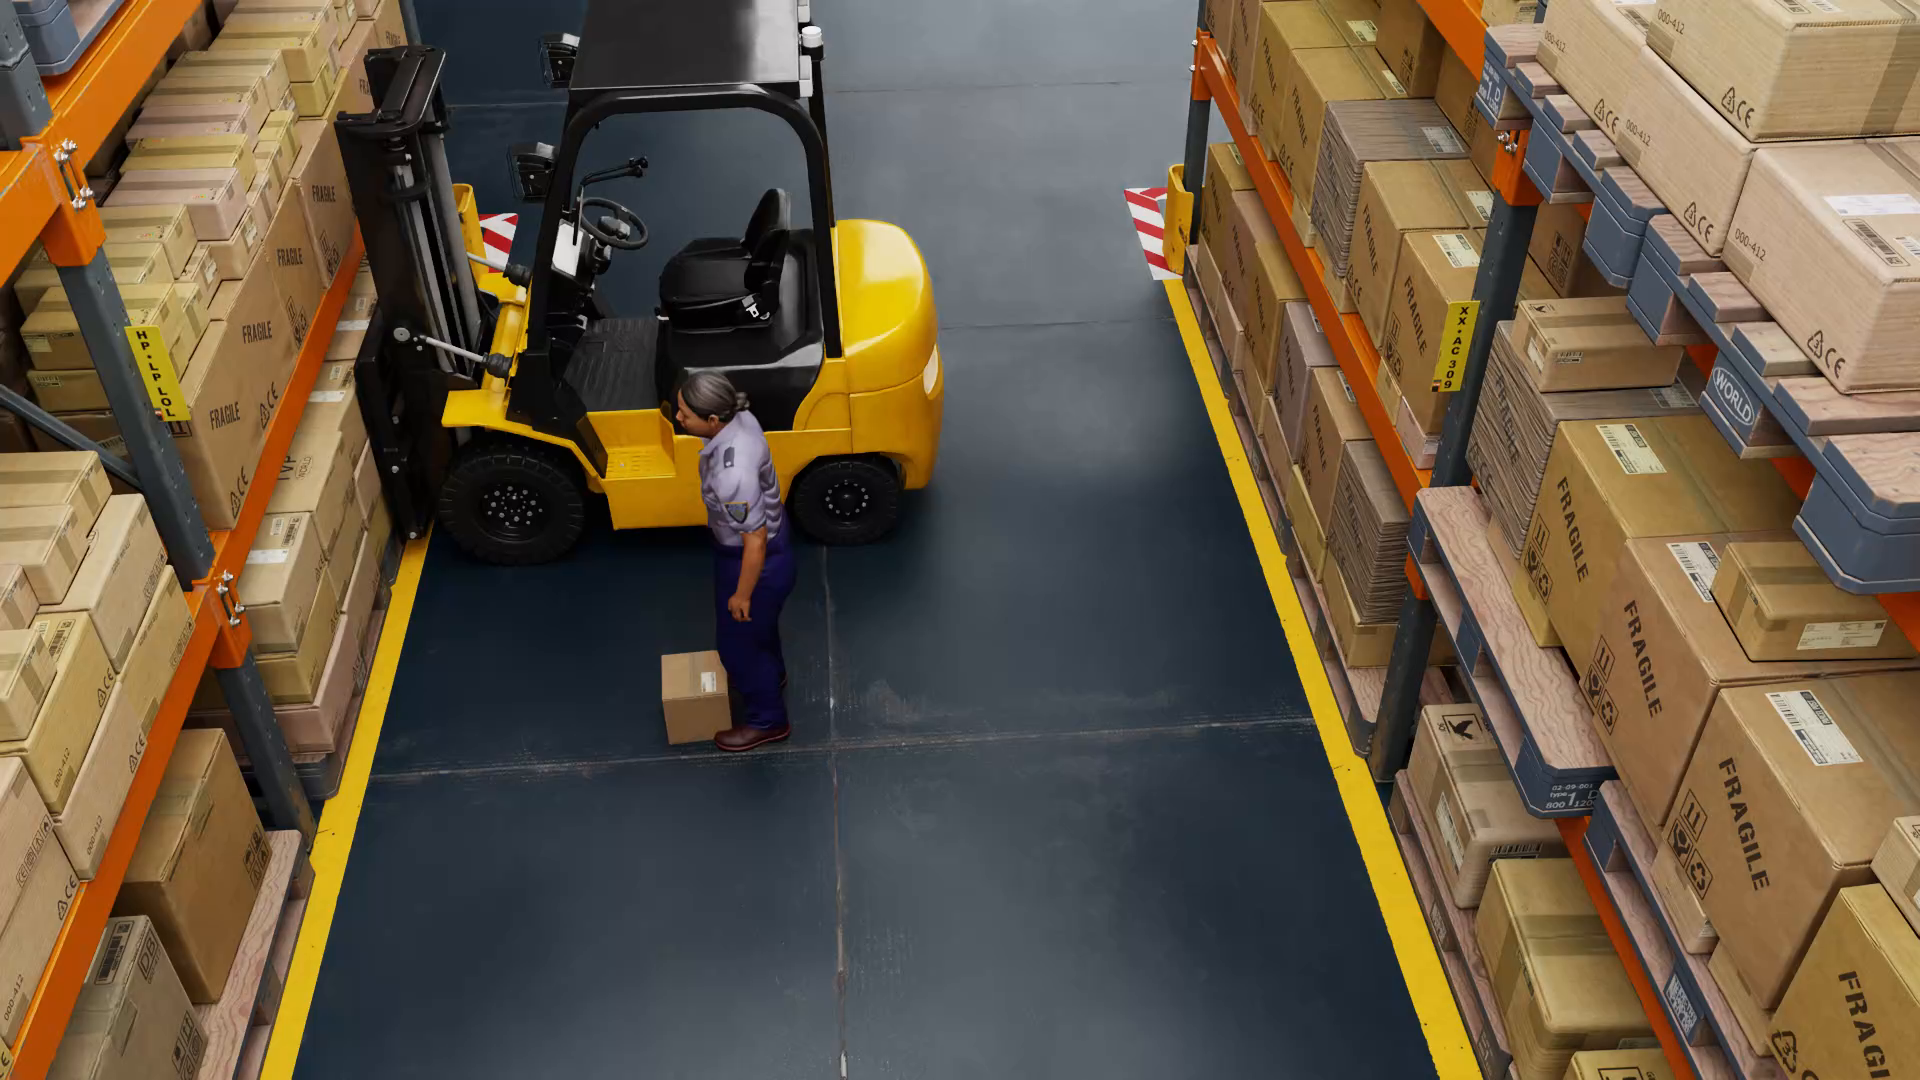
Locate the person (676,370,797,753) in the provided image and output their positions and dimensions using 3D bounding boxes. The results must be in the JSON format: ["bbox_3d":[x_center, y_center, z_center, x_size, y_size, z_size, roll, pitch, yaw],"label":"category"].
[{"bbox_3d":[-0.794,0.053,6.097,0.376,1.651,0.561,-5,40,-7],"label":"person"}]
